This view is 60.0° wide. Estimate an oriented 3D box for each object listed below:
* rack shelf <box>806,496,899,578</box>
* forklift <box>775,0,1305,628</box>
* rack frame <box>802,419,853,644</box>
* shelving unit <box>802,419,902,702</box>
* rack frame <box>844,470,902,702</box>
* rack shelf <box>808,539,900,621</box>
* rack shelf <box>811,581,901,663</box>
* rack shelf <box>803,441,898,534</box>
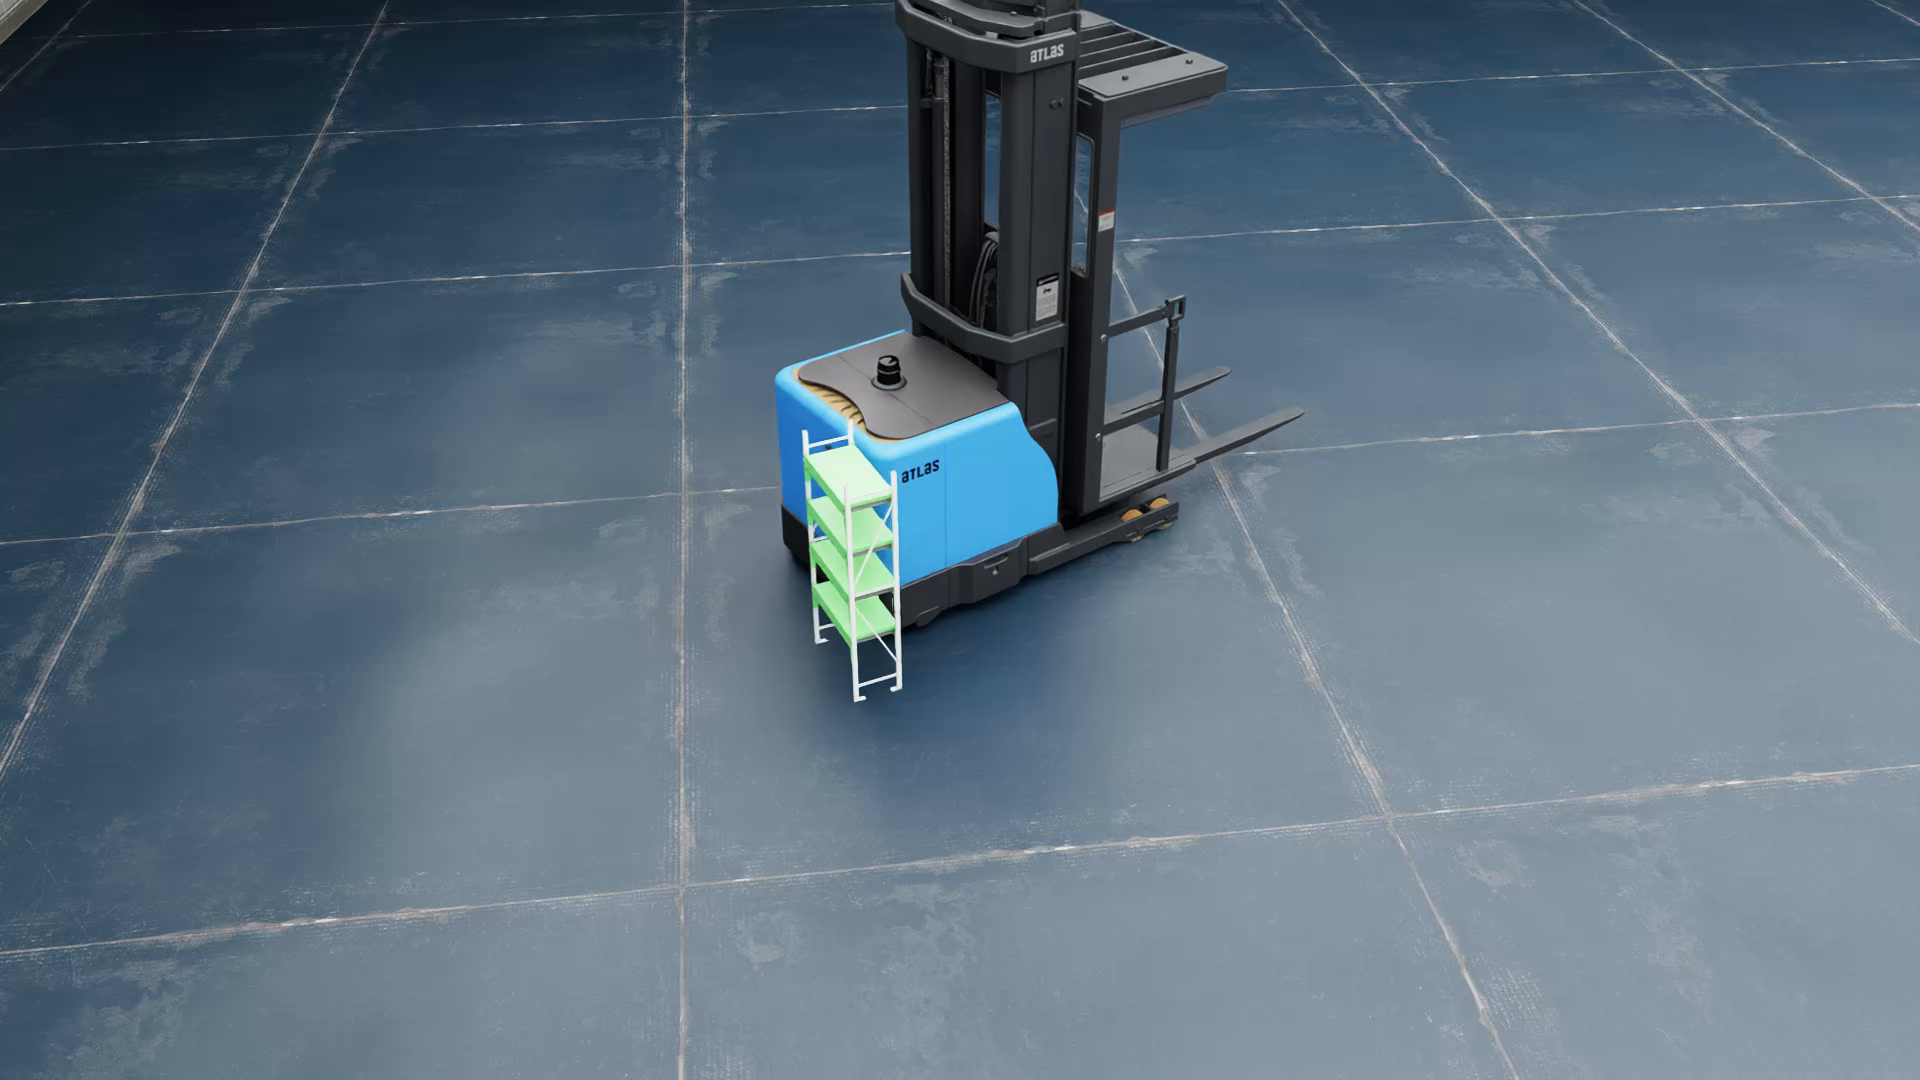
[{"bbox_3d":[-0.492,-0.042,7.562,0.258,0.148,0.480,-15,37,-21],"label":"rack shelf"},{"bbox_3d":[0.565,-1.426,8.369,3.031,2.935,1.130,-22,40,-29],"label":"forklift"},{"bbox_3d":[-0.598,-0.020,7.842,0.240,1.200,0.015,-15,37,-21],"label":"rack frame"},{"bbox_3d":[-0.492,0.104,7.661,0.258,1.200,0.503,-15,37,-21],"label":"shelving unit"},{"bbox_3d":[-0.386,0.228,7.479,0.240,1.200,0.015,-15,37,-21],"label":"rack frame"},{"bbox_3d":[-0.492,0.157,7.697,0.258,0.148,0.480,-15,37,-21],"label":"rack shelf"},{"bbox_3d":[-0.492,0.355,7.832,0.258,0.148,0.480,-15,37,-21],"label":"rack shelf"},{"bbox_3d":[-0.492,-0.240,7.427,0.258,0.148,0.480,-15,37,-21],"label":"rack shelf"}]
